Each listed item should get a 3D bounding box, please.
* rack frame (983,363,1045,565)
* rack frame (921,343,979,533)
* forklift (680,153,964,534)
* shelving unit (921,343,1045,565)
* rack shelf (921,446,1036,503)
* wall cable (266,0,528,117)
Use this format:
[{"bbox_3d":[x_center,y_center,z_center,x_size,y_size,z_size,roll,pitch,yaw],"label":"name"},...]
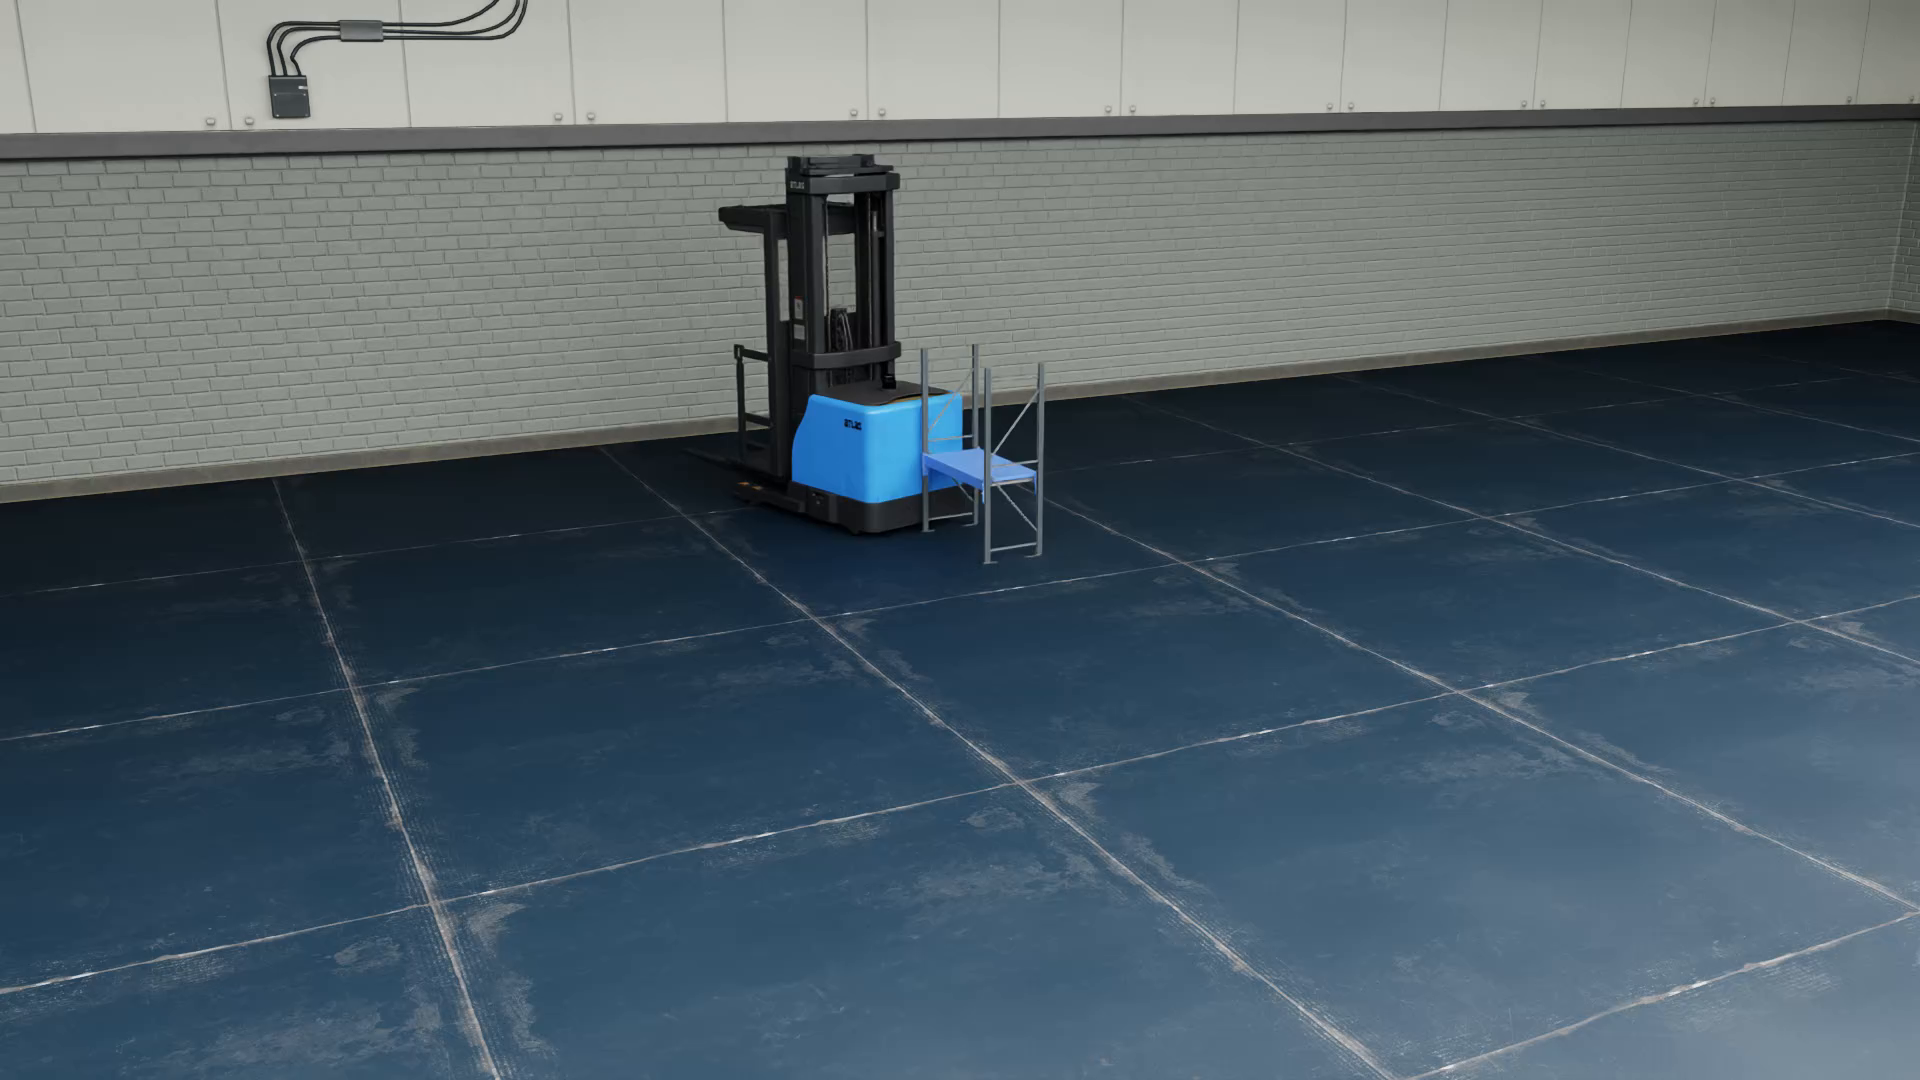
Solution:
[{"bbox_3d":[0.404,-0.567,12.509,0.500,1.500,0.032,-8,18,-27],"label":"rack frame"},{"bbox_3d":[-0.079,-0.814,13.369,0.500,1.500,0.032,-8,18,-27],"label":"rack frame"},{"bbox_3d":[-1.325,-1.790,14.175,1.130,2.935,3.031,-14,21,-40],"label":"forklift"},{"bbox_3d":[0.162,-0.691,12.939,0.538,1.500,1.048,-8,18,-27],"label":"shelving unit"},{"bbox_3d":[0.162,-0.518,12.989,0.538,0.185,1.000,-8,18,-27],"label":"rack shelf"},{"bbox_3d":[-4.951,-6.711,14.156,2.305,6.003,0.169,-8,18,-25],"label":"wall cable"}]
